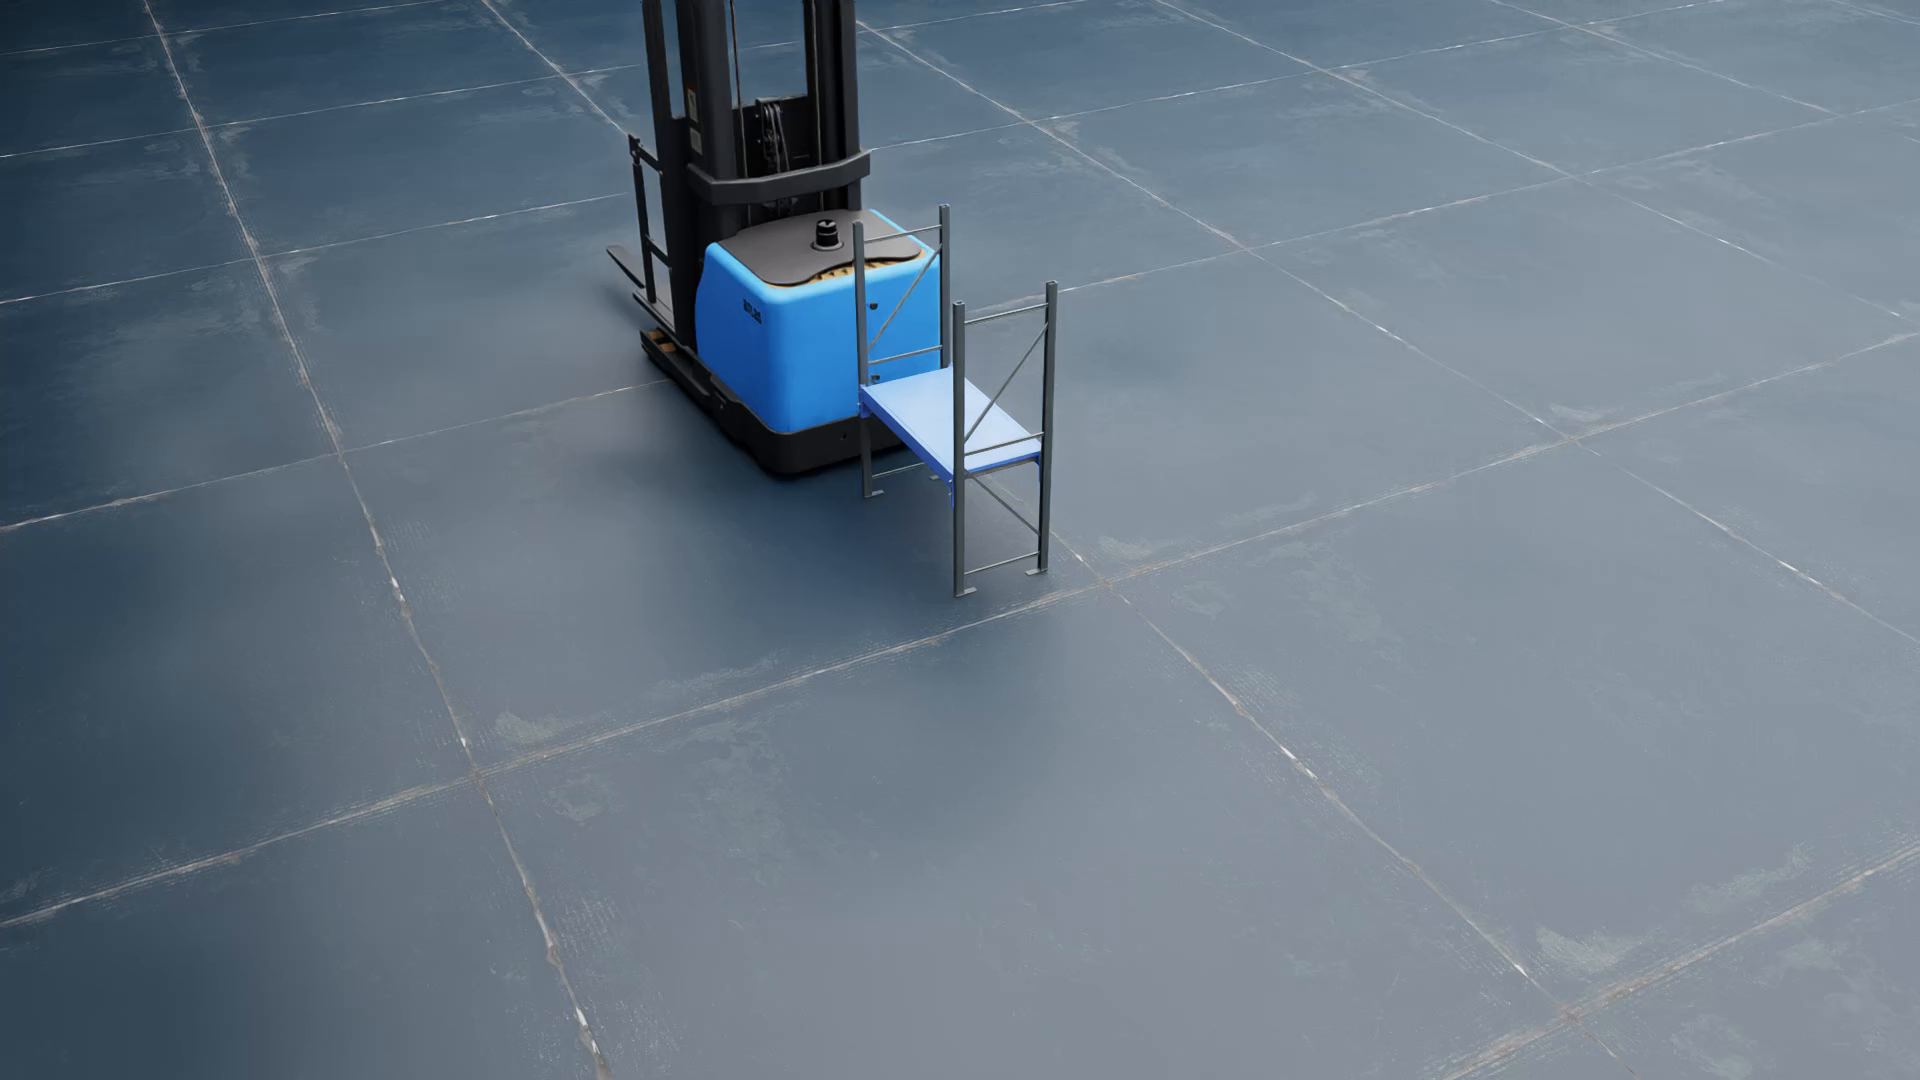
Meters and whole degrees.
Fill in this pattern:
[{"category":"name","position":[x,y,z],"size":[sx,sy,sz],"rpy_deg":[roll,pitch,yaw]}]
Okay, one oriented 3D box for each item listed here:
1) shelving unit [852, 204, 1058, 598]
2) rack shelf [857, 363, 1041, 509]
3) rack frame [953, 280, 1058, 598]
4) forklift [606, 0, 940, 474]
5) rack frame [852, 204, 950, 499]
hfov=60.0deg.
[{"category":"shelving unit","position":[-0.040,-0.672,7.909],"size":[0.538,1.500,1.048],"rpy_deg":[-16,36,-23]},{"category":"rack shelf","position":[-0.040,-0.521,8.006],"size":[0.538,0.185,1.000],"rpy_deg":[-16,36,-23]},{"category":"rack frame","position":[0.197,-0.430,7.530],"size":[0.500,1.500,0.032],"rpy_deg":[-16,36,-23]},{"category":"forklift","position":[-1.248,-2.343,9.191],"size":[1.130,2.935,3.031],"rpy_deg":[-18,37,-25]},{"category":"rack frame","position":[-0.277,-0.915,8.288],"size":[0.500,1.500,0.032],"rpy_deg":[-16,36,-23]}]
